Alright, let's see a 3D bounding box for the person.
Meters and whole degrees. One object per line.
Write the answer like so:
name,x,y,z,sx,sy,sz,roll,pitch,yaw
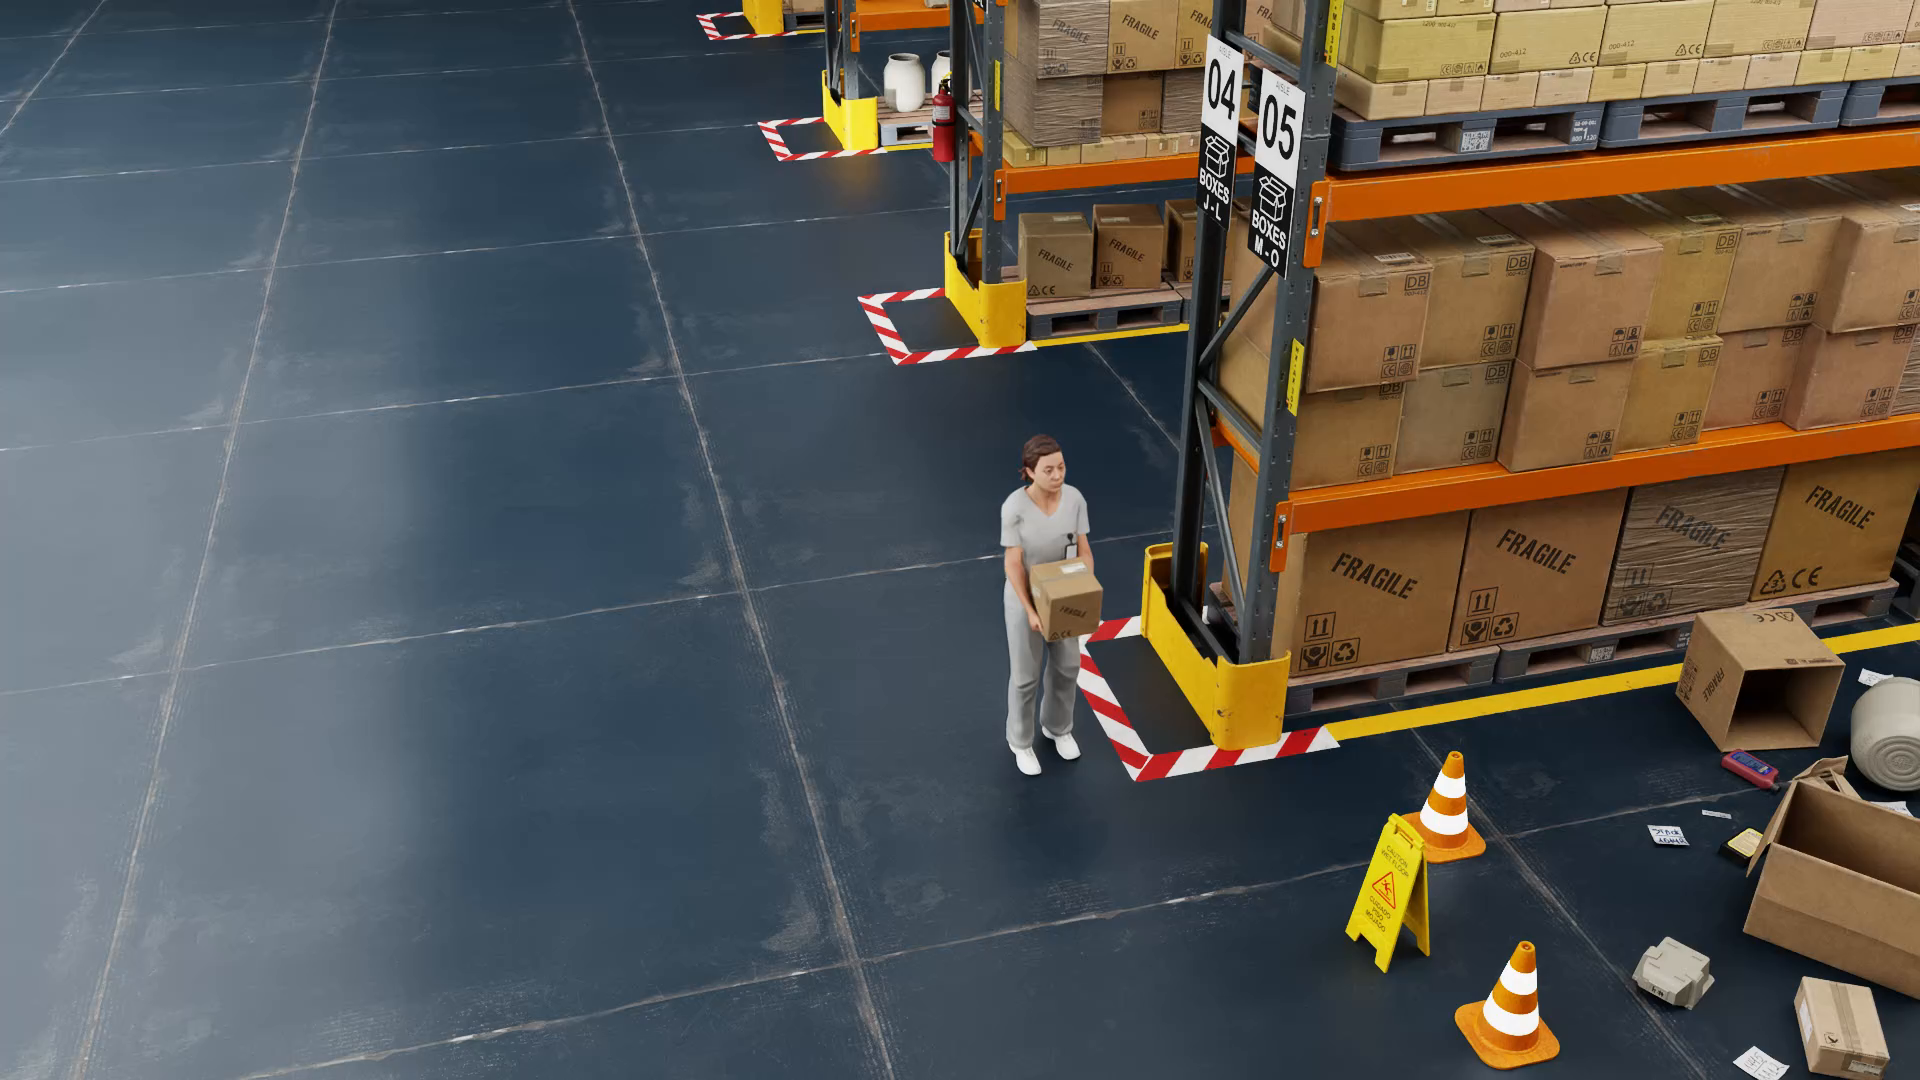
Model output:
person,0.408,0.324,7.695,0.434,1.667,0.548,-10,32,-17
